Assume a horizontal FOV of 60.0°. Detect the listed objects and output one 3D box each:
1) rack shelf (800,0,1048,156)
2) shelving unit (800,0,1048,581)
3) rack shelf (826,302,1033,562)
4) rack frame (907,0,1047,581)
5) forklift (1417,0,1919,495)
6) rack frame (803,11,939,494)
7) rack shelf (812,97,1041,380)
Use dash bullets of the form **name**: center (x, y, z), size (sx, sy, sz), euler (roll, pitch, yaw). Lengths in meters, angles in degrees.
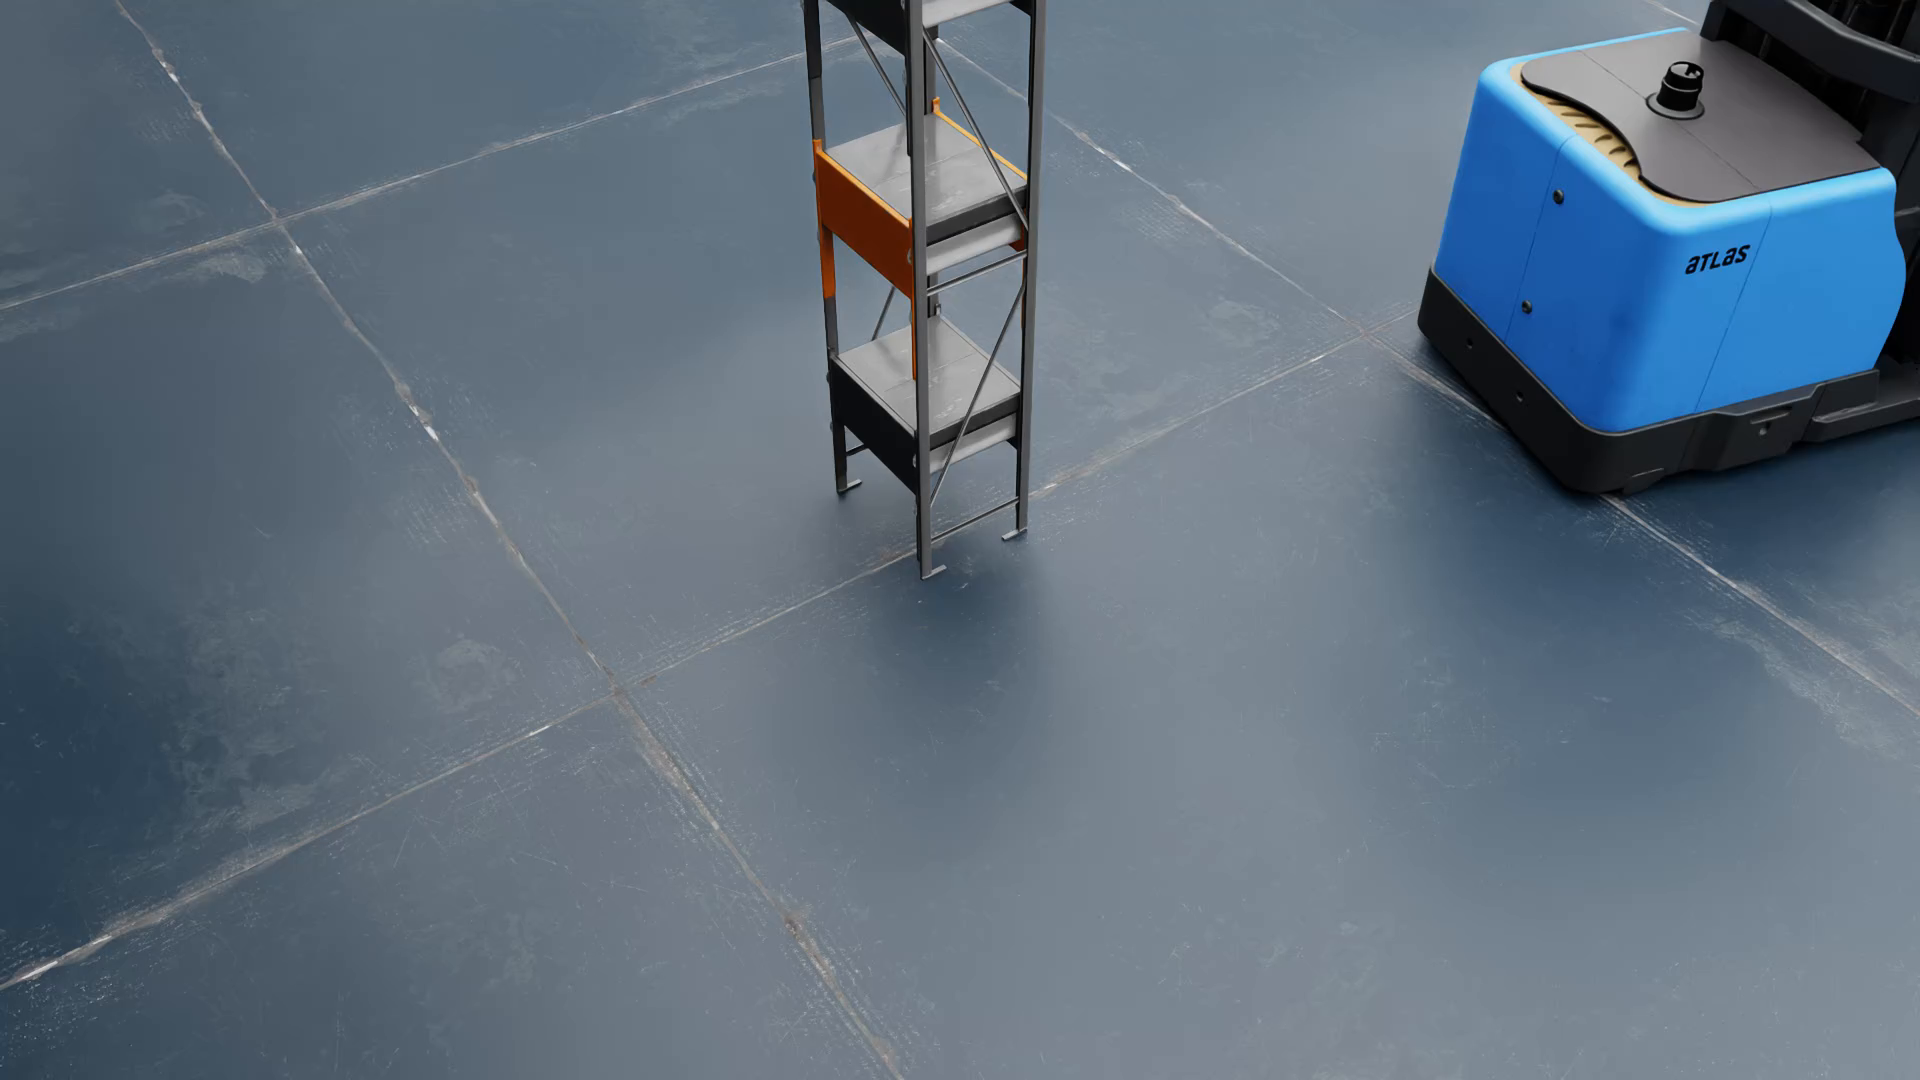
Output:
- **rack shelf**: center (-0.095, -1.350, 4.149), size (0.431, 0.518, 0.480), euler (-26, 49, -24)
- **shelving unit**: center (-0.095, -0.853, 4.623), size (0.431, 2.100, 0.503), euler (-26, 49, -24)
- **rack shelf**: center (-0.095, -0.337, 5.116), size (0.431, 0.518, 0.480), euler (-26, 49, -24)
- **rack frame**: center (0.045, -0.715, 4.478), size (0.400, 2.100, 0.015), euler (-26, 49, -24)
- **forklift**: center (3.211, -1.826, 5.040), size (3.031, 2.935, 1.130), euler (-14, 45, -14)
- **rack frame**: center (-0.234, -0.991, 4.768), size (0.400, 2.100, 0.015), euler (-26, 49, -24)
- **rack shelf**: center (-0.095, -0.843, 4.633), size (0.431, 0.518, 0.480), euler (-26, 49, -24)
